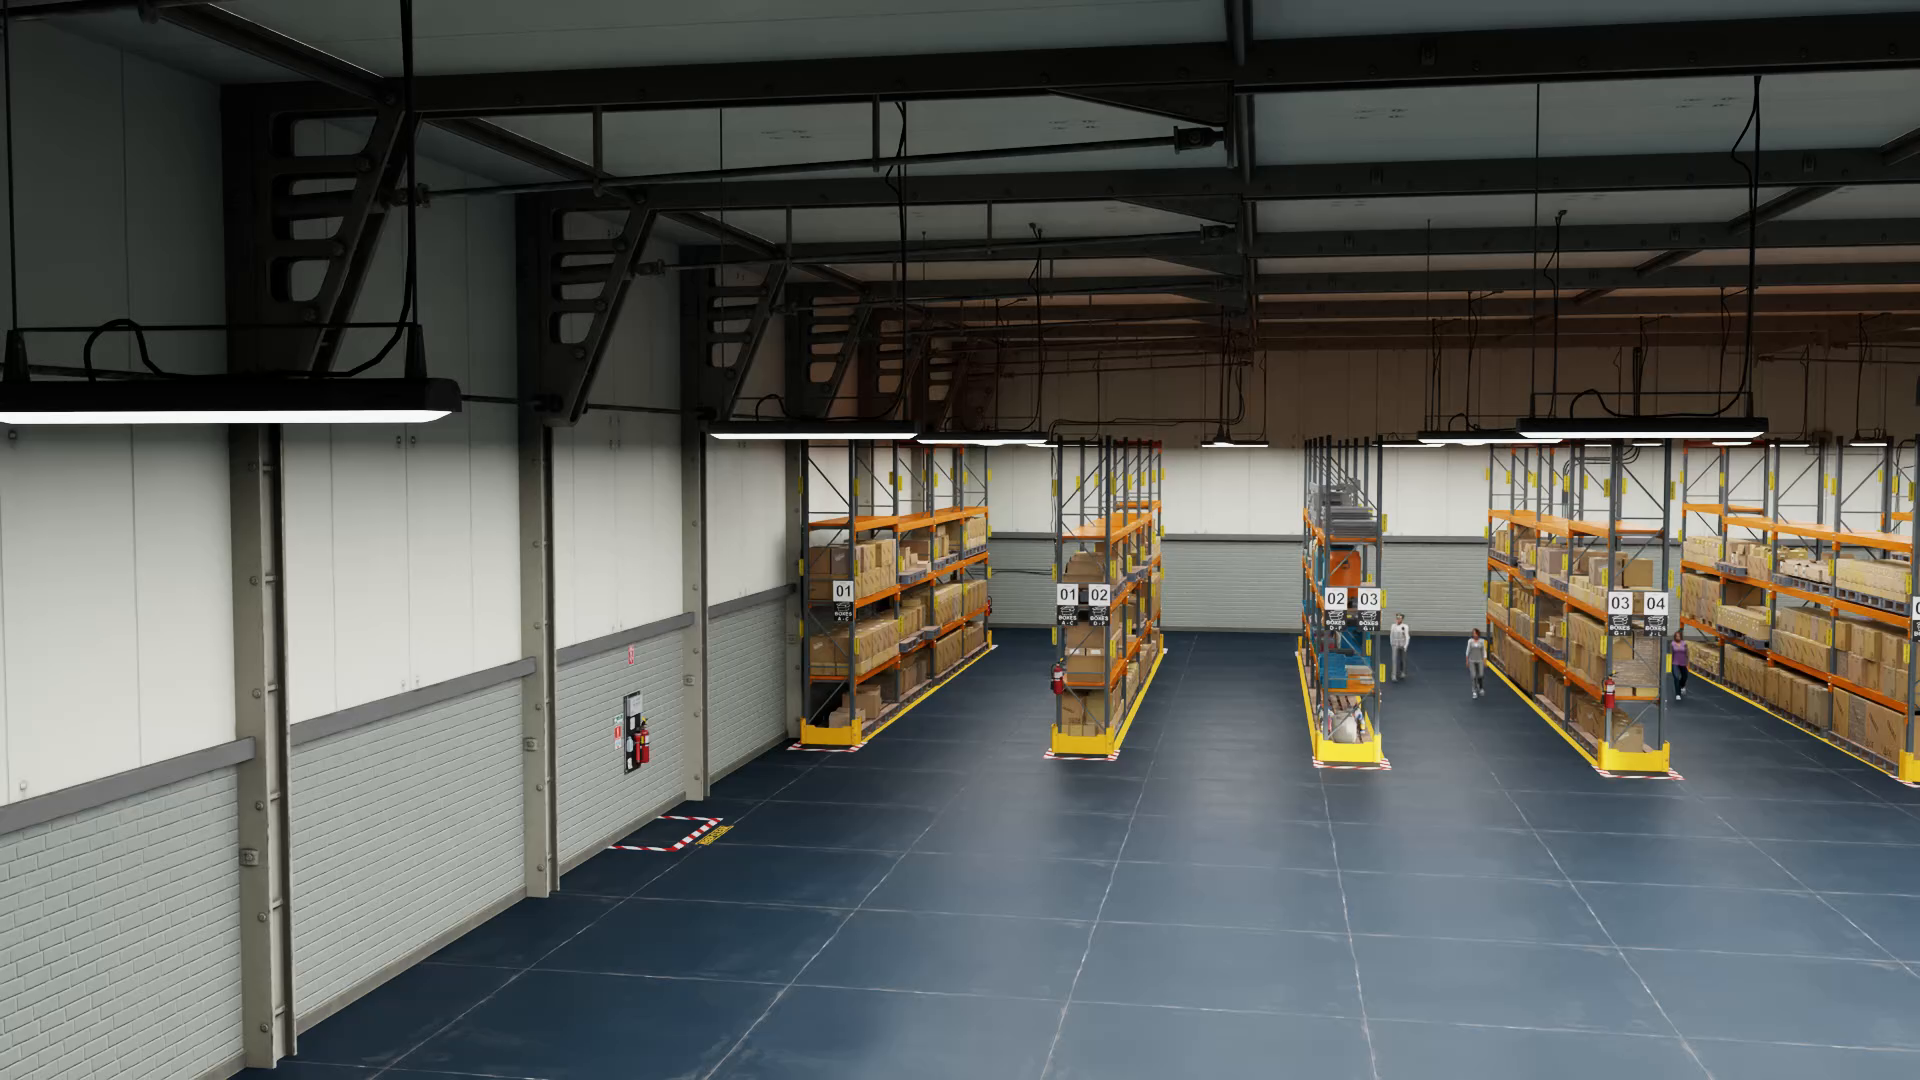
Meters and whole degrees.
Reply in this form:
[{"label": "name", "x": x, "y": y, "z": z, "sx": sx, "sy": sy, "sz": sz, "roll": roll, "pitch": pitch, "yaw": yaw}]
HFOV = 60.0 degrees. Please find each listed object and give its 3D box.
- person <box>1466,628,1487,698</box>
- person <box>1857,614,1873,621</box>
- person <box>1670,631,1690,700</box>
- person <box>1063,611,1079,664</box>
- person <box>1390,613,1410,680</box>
[{"label": "person", "x": 11.925, "y": 2.838, "z": 38.397, "sx": 0.467, "sy": 1.604, "sz": 0.408, "roll": 1, "pitch": 3, "yaw": 21}, {"label": "person", "x": 24.916, "y": 2.439, "z": 45.651, "sx": 0.916, "sy": 1.606, "sz": 0.484, "roll": 0, "pitch": 3, "yaw": 5}, {"label": "person", "x": 16.571, "y": 2.863, "z": 38.309, "sx": 0.442, "sy": 1.559, "sz": 0.852, "roll": 1, "pitch": 3, "yaw": 19}, {"label": "person", "x": 3.065, "y": 2.496, "z": 44.272, "sx": 0.639, "sy": 1.673, "sz": 0.746, "roll": 0, "pitch": 3, "yaw": 2}, {"label": "person", "x": 10.959, "y": 2.641, "z": 41.476, "sx": 0.501, "sy": 1.626, "sz": 0.955, "roll": 1, "pitch": 3, "yaw": 22}]
